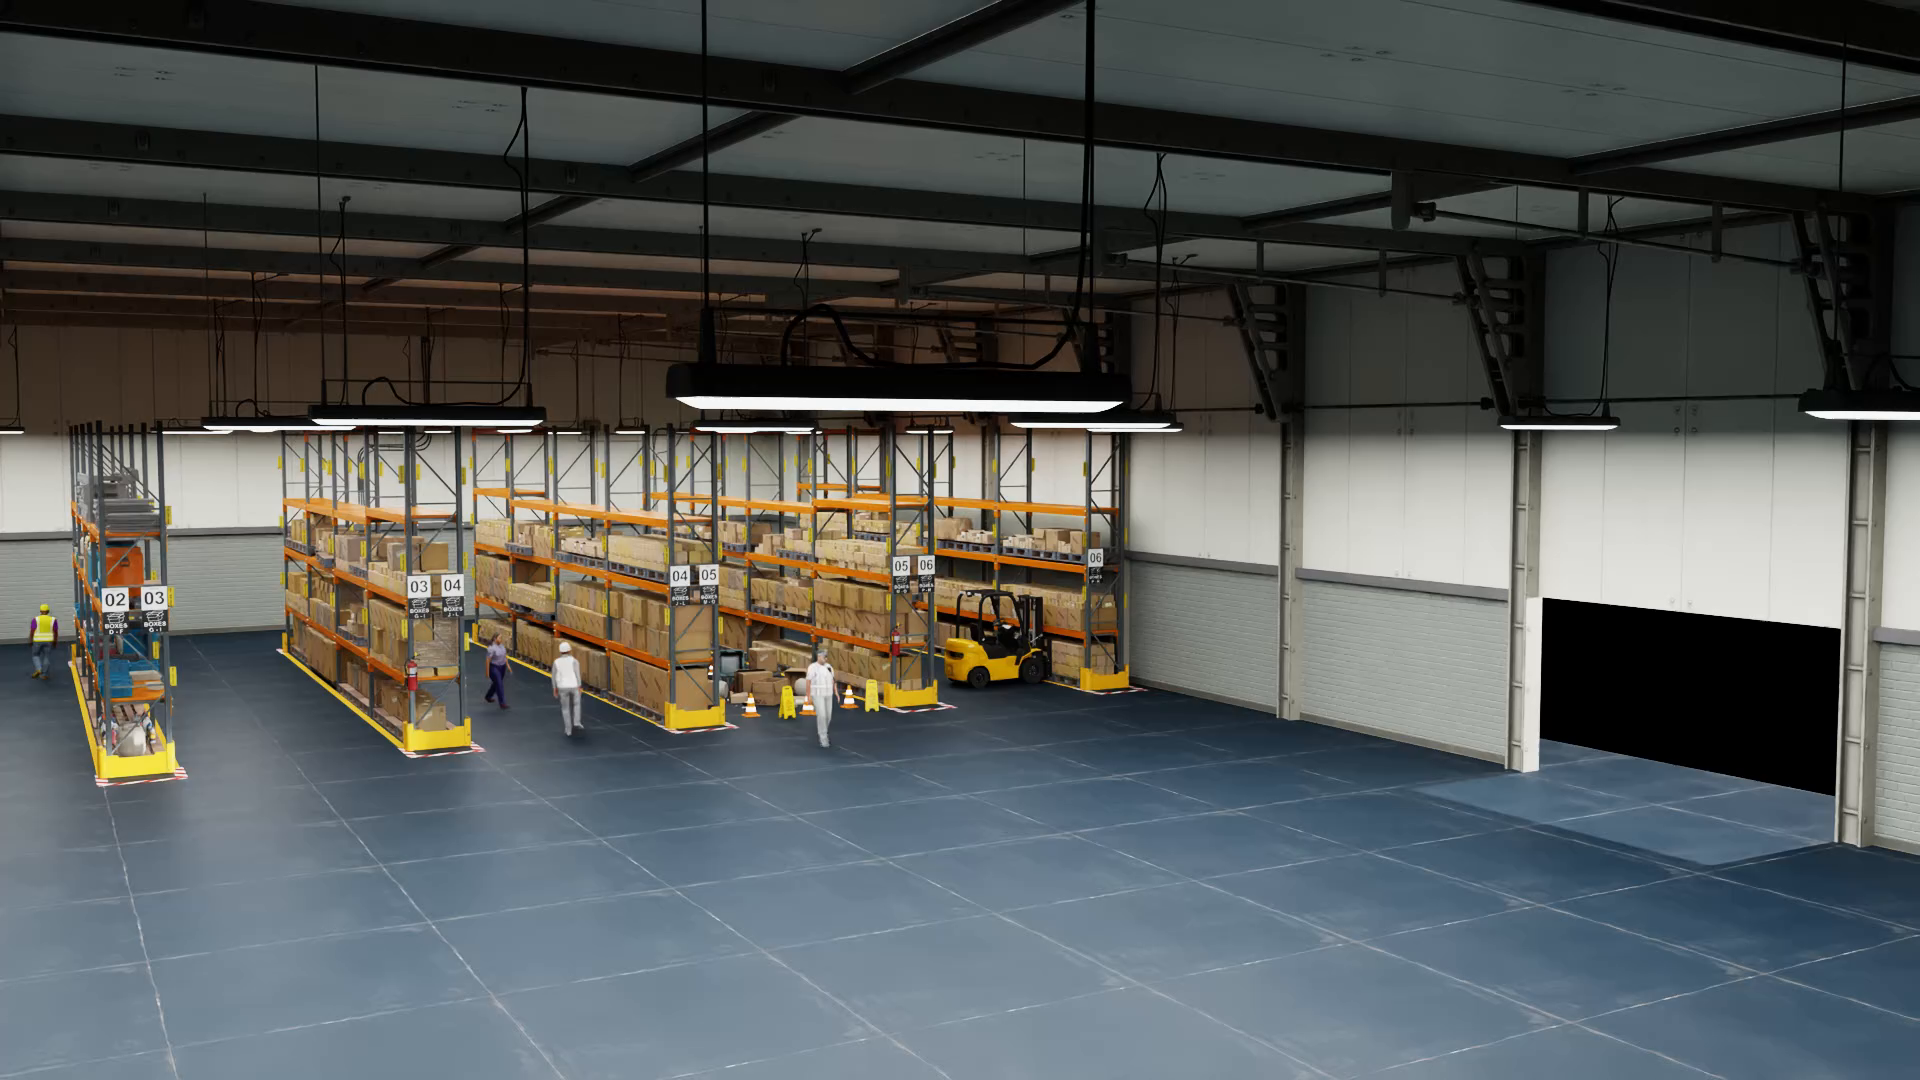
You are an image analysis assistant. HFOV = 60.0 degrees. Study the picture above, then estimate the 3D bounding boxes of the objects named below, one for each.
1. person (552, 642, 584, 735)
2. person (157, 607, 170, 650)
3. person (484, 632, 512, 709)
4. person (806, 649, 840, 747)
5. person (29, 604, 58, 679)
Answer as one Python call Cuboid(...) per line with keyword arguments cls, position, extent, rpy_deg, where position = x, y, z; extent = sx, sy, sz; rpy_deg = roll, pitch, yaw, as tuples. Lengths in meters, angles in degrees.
Cuboid(cls="person", position=(-7.560, 2.852, 32.048), extent=(0.579, 1.763, 0.495), rpy_deg=(-1, 4, -19))
Cuboid(cls="person", position=(-21.514, 2.179, 44.642), extent=(0.557, 1.576, 0.747), rpy_deg=(-1, 4, -20))
Cuboid(cls="person", position=(-9.790, 2.737, 35.153), extent=(1.053, 1.586, 0.549), rpy_deg=(3, 4, 36))
Cuboid(cls="person", position=(-2.508, 2.948, 31.059), extent=(0.561, 1.794, 0.684), rpy_deg=(-3, 4, -38))
Cuboid(cls="person", position=(-21.648, 2.405, 39.289), extent=(0.618, 1.762, 0.455), rpy_deg=(-2, 4, -32))
